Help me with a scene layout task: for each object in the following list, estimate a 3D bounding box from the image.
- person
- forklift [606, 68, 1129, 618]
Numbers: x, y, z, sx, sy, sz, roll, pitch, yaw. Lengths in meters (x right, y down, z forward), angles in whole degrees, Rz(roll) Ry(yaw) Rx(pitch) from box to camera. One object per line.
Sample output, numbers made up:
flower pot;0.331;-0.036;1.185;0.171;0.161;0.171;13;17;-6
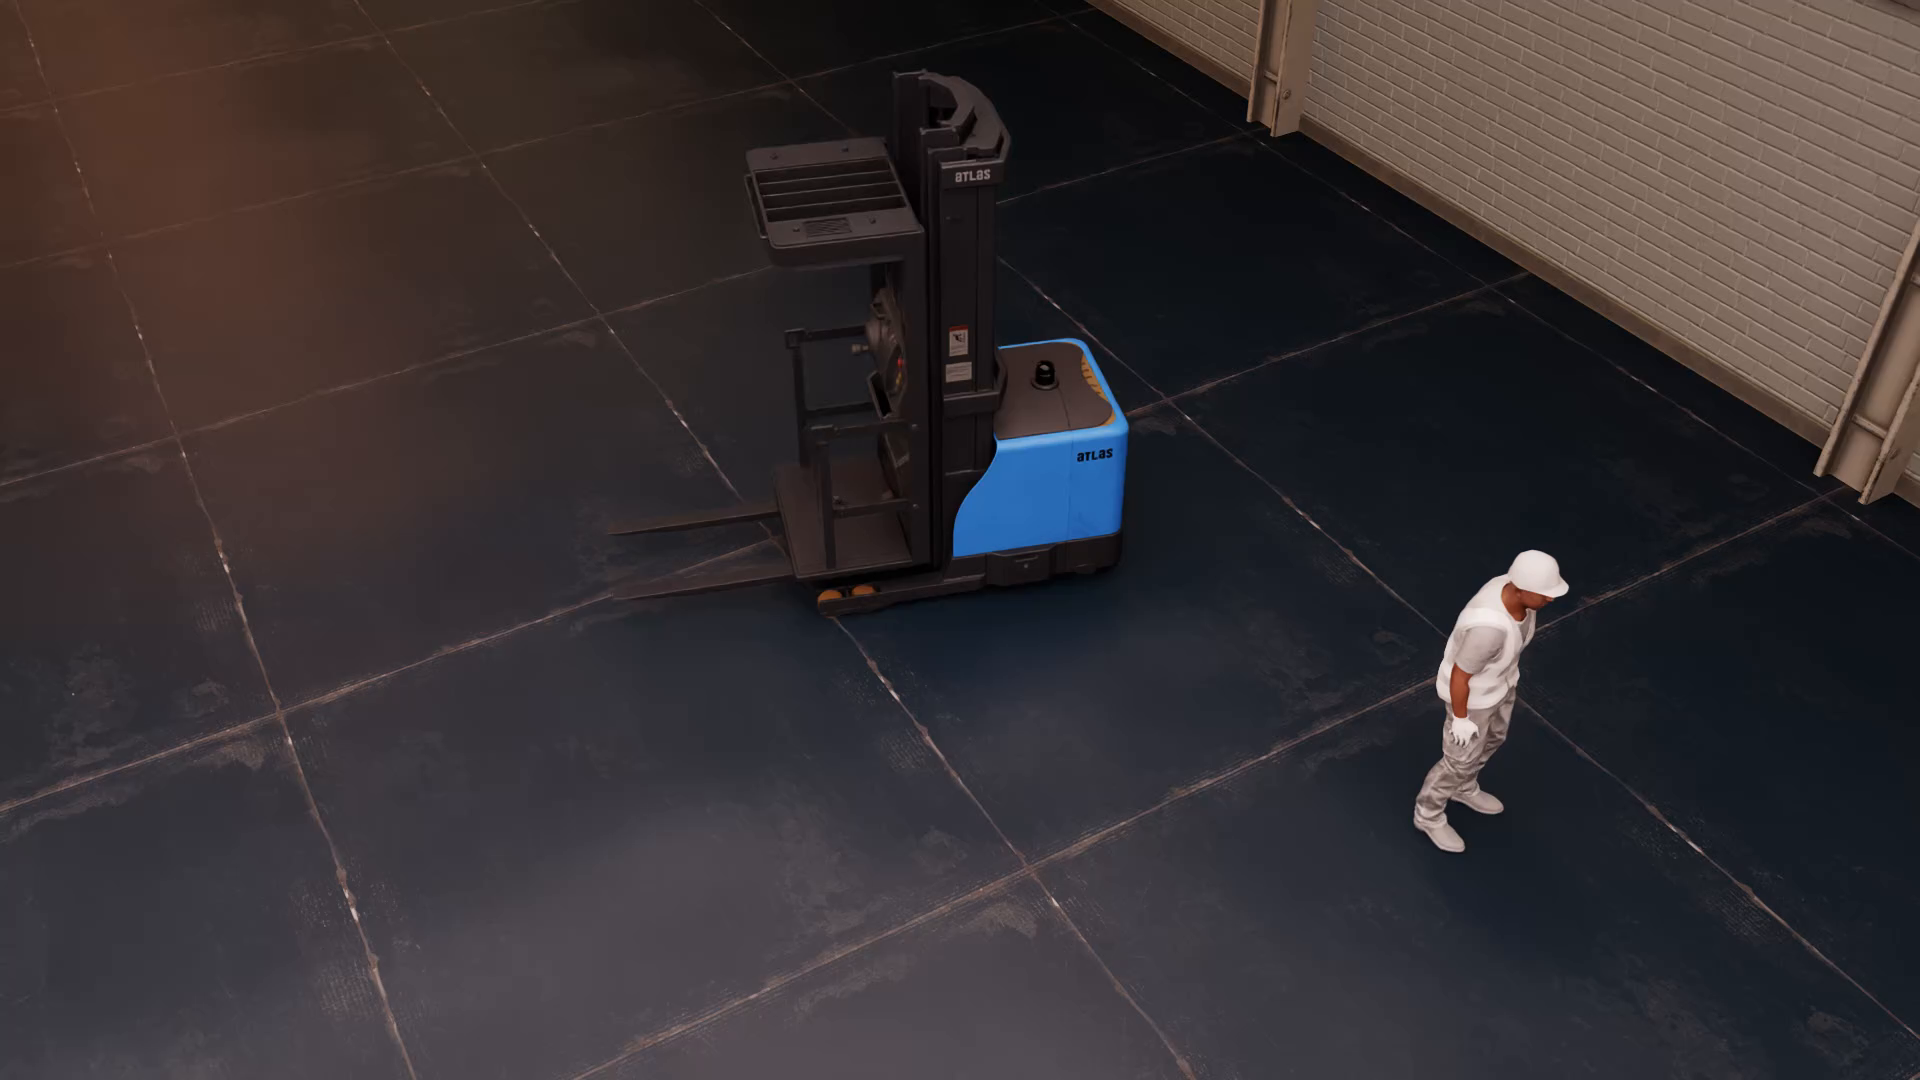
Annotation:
person;2.548;0.736;8.059;0.442;1.772;0.618;29;48;31
forklift;-0.595;-1.040;9.290;3.031;2.935;1.130;-8;40;-10
